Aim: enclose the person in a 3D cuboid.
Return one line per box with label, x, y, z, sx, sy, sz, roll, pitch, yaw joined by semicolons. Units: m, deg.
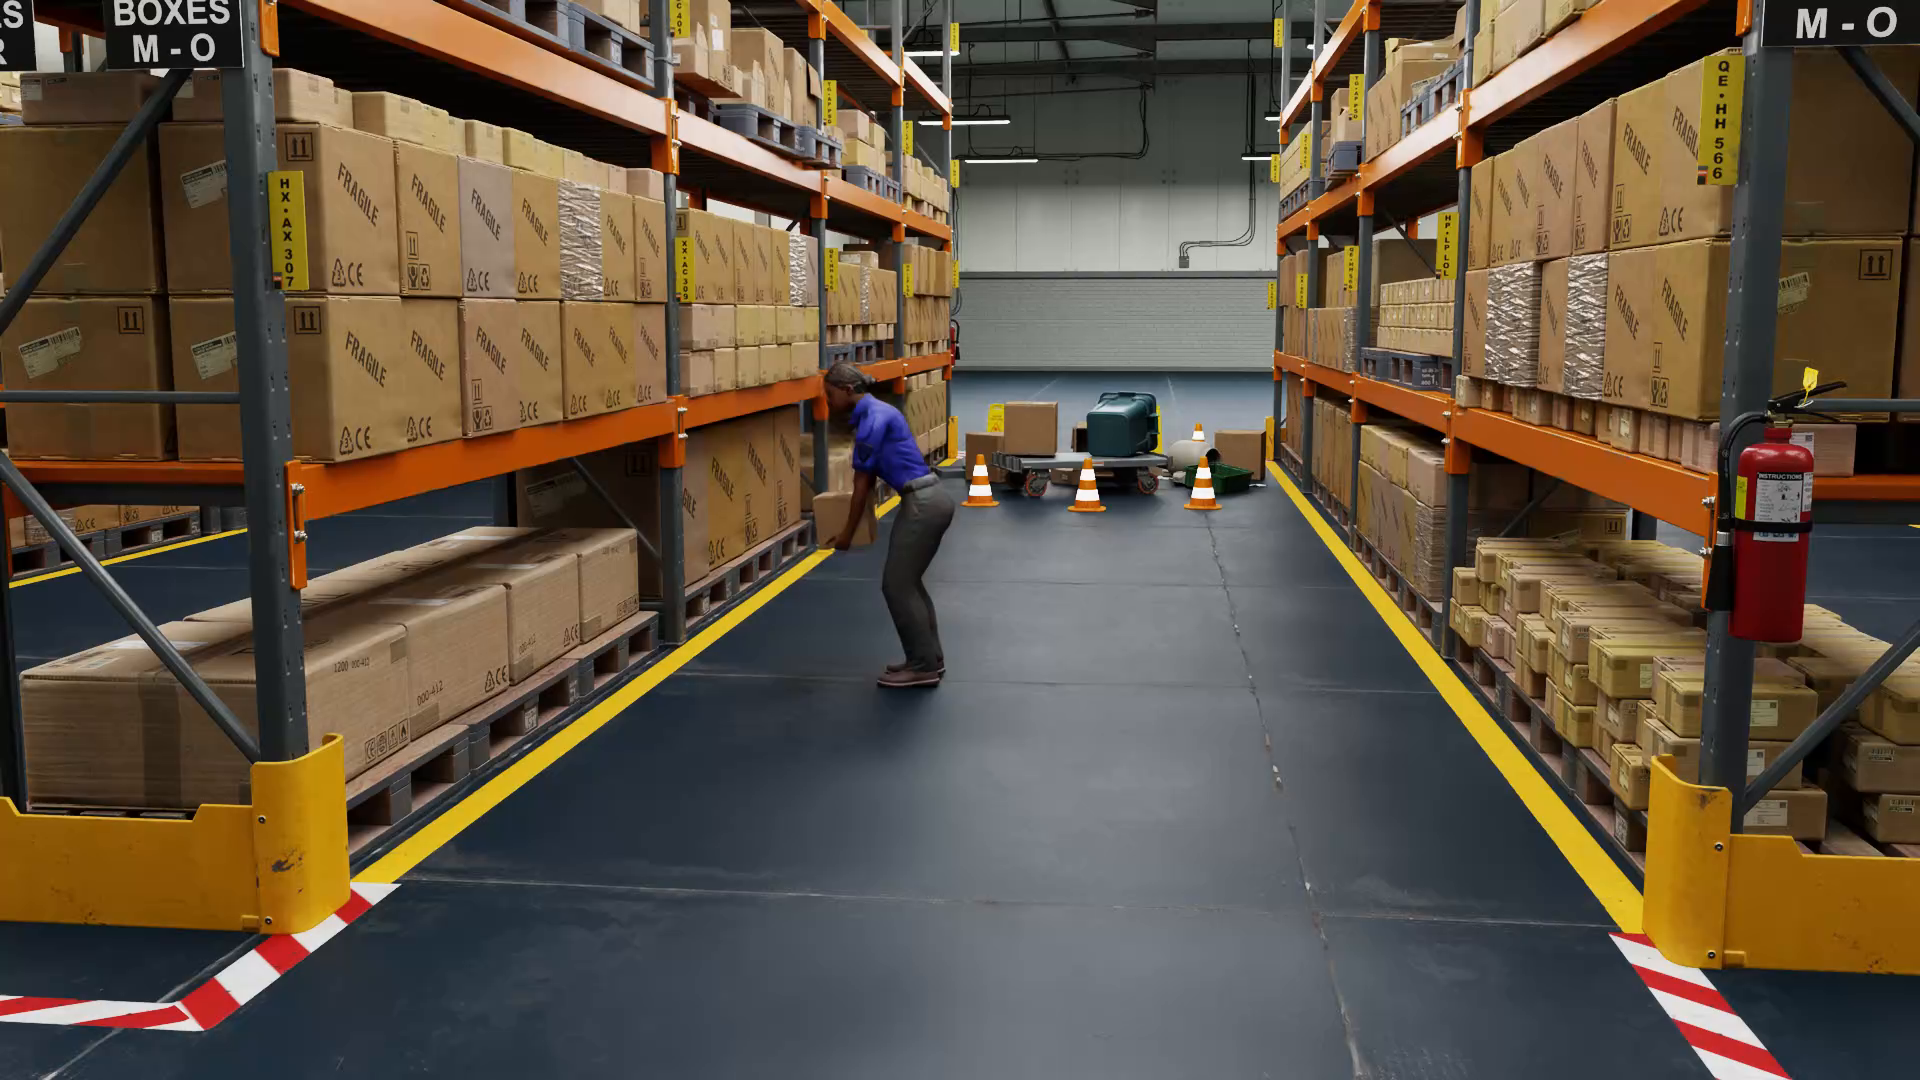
person;-0.336;-0.078;7.903;0.614;1.531;0.415;1;8;5
